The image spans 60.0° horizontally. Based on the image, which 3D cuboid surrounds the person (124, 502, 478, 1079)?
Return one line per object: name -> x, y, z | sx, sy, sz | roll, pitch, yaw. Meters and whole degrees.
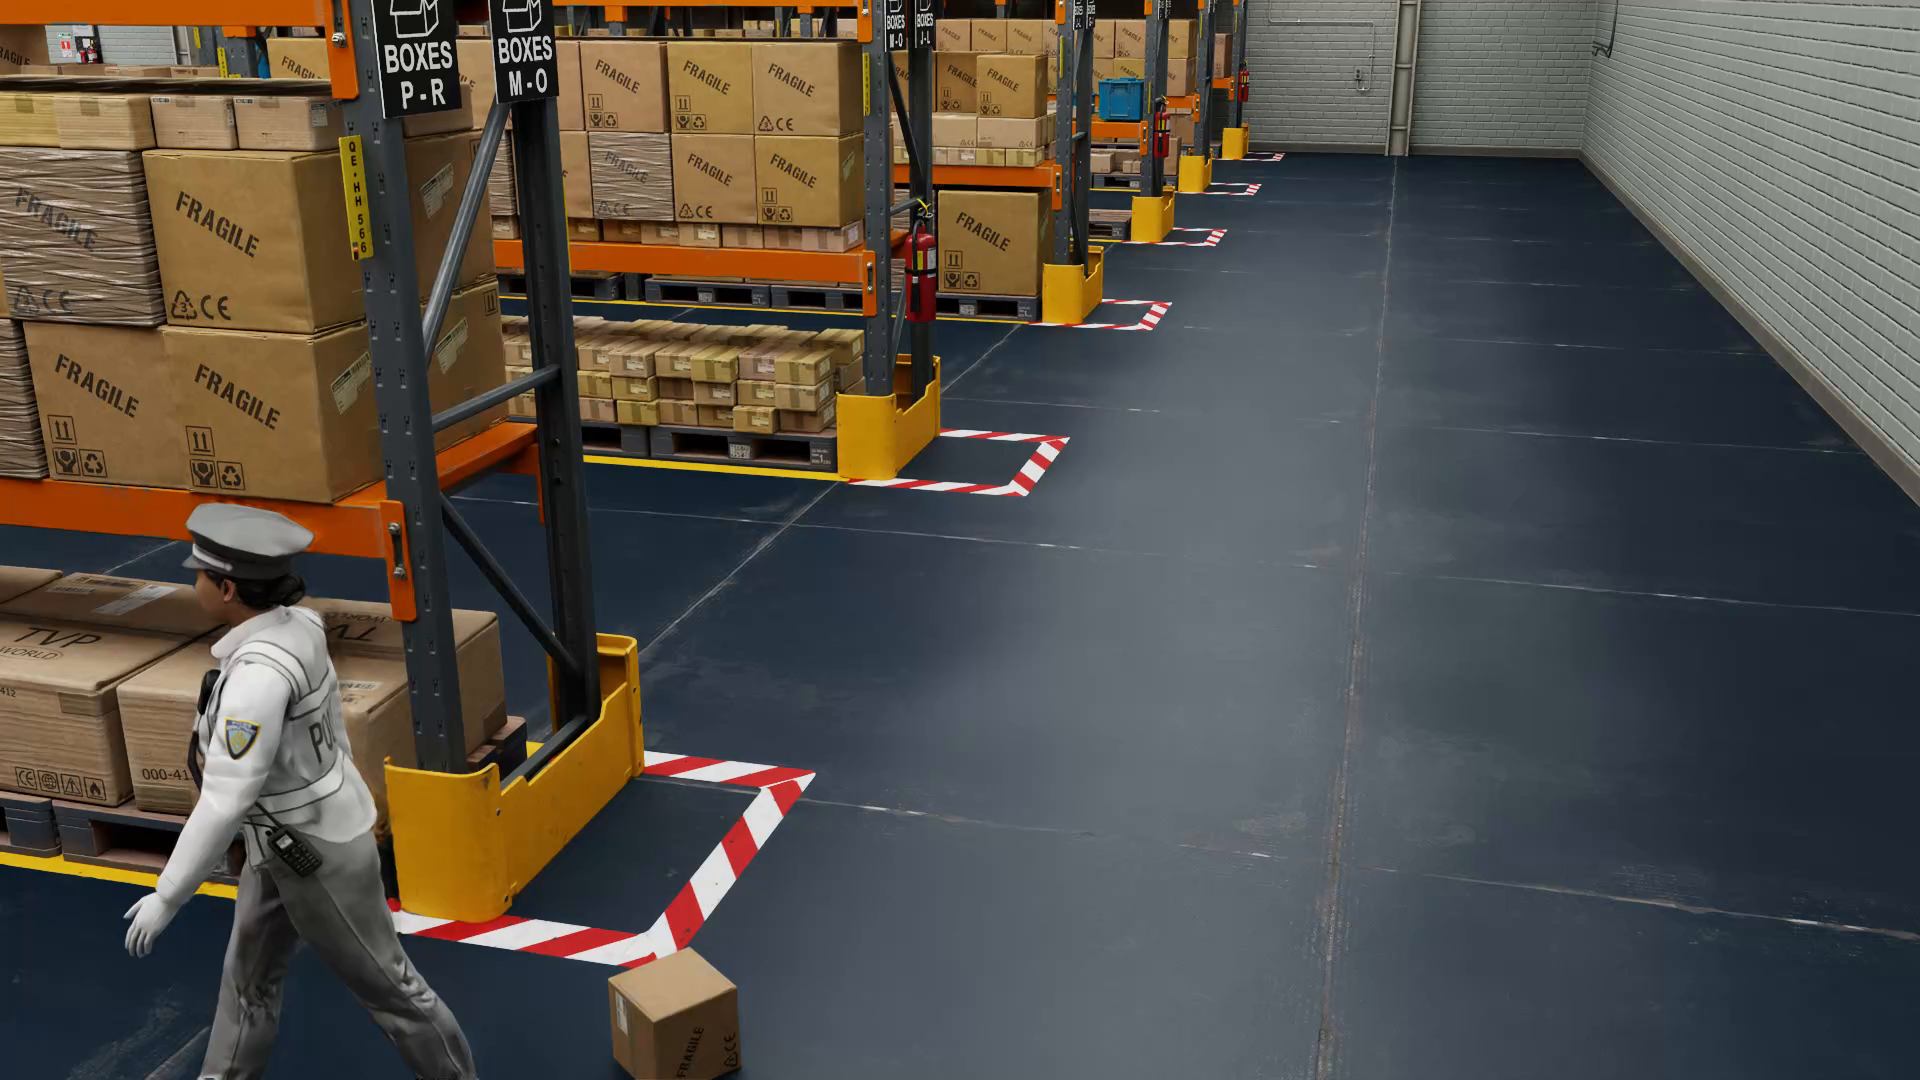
person -> -1.600, 0.719, 3.821 | 0.879, 1.642, 0.530 | -7, 20, -20
